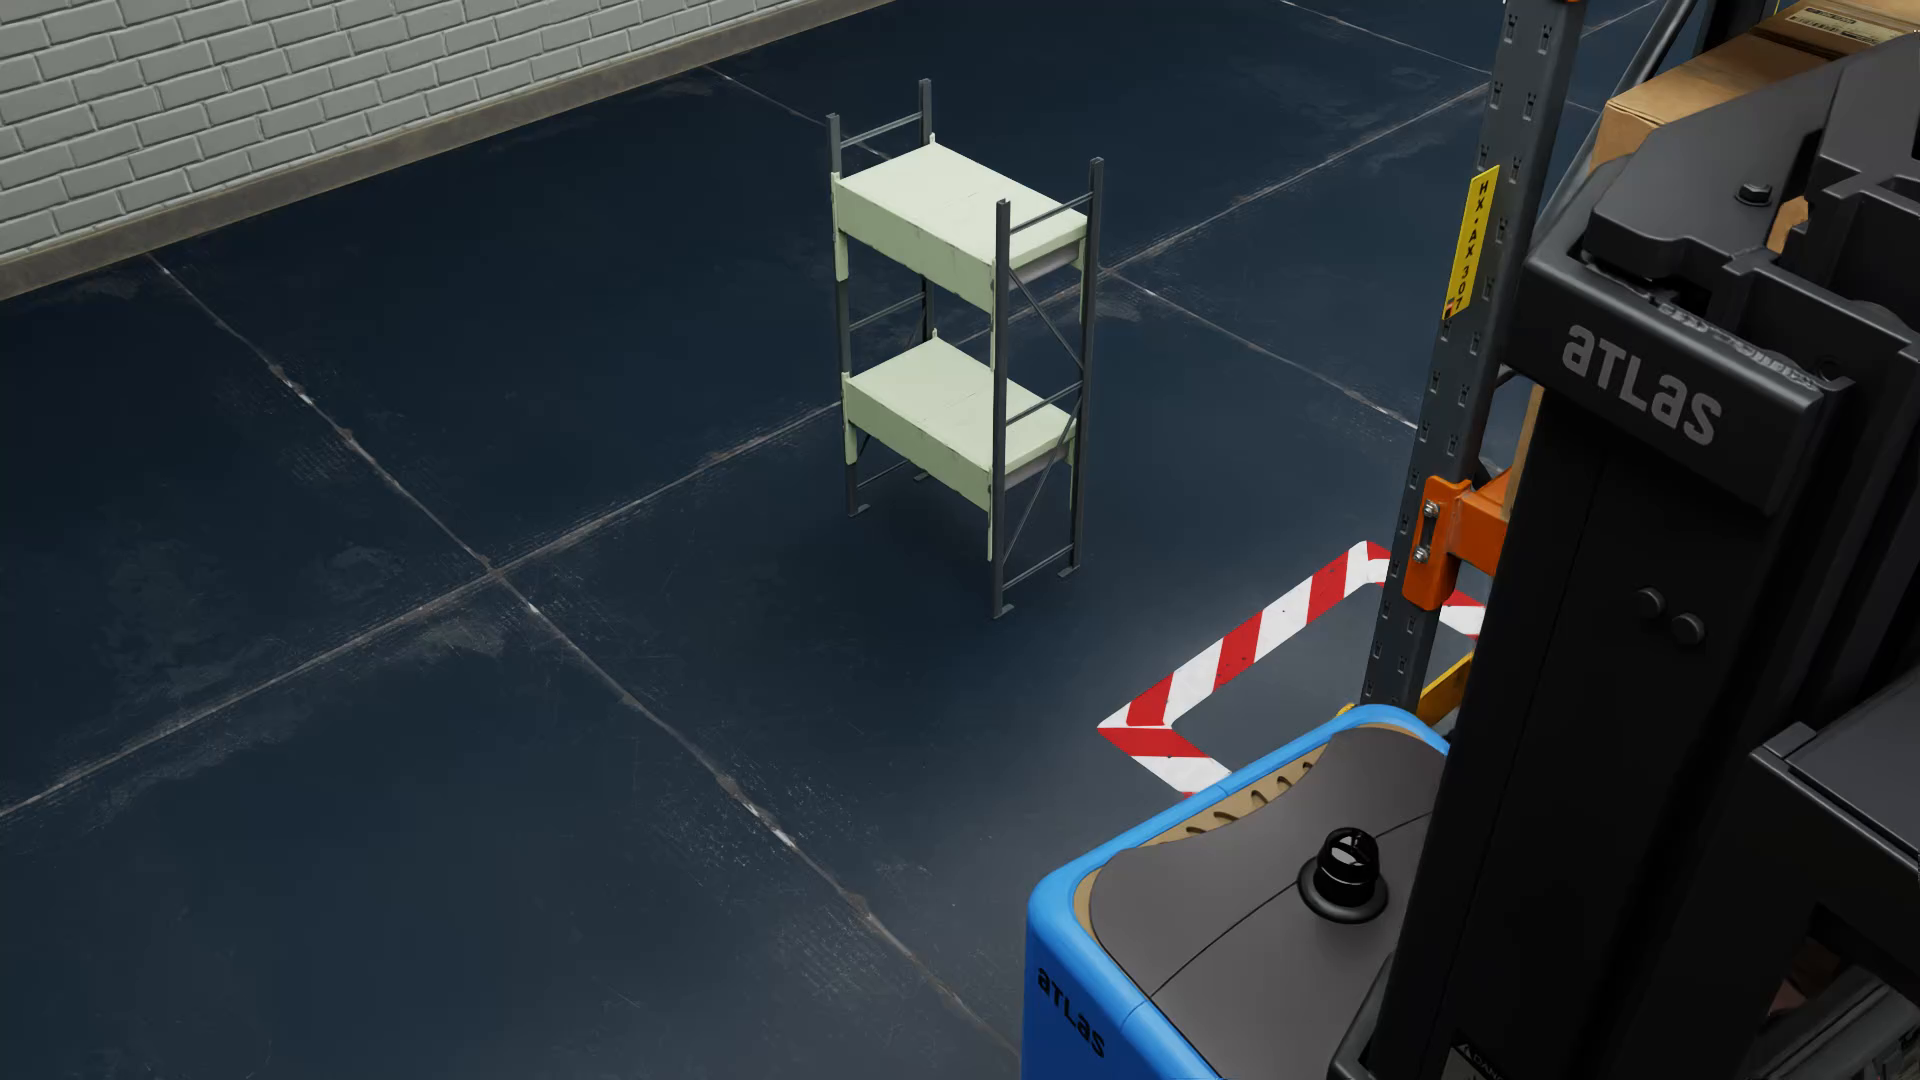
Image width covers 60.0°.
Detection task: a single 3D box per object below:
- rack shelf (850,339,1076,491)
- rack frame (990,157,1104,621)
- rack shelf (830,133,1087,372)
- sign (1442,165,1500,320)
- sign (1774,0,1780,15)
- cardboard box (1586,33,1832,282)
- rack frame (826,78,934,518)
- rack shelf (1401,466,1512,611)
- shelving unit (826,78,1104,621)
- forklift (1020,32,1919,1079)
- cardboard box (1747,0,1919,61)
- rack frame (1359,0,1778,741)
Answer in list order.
[{"bbox_3d":[0.005,-0.403,5.418,0.368,0.124,0.686,-30,48,-32],"label":"rack shelf"},{"bbox_3d":[0.252,-0.411,5.065,0.400,1.500,0.023,-30,48,-32],"label":"rack frame"},{"bbox_3d":[0.005,-0.884,5.030,0.431,0.370,0.720,-30,48,-32],"label":"rack shelf"},{"bbox_3d":[1.054,-0.610,3.429,0.100,0.325,0.005,-30,48,-32],"label":"sign"},{"bbox_3d":[1.876,-1.304,3.804,0.100,0.325,0.005,-30,48,-32],"label":"sign"},{"bbox_3d":[1.559,-0.615,3.248,0.500,0.500,0.500,-28,47,-31],"label":"cardboard box"},{"bbox_3d":[-0.243,-0.750,5.485,0.400,1.500,0.023,-30,48,-32],"label":"rack frame"},{"bbox_3d":[2.806,0.701,3.067,1.077,0.370,4.000,-30,48,-32],"label":"rack shelf"},{"bbox_3d":[0.005,-0.580,5.275,0.431,1.500,0.755,-30,48,-32],"label":"shelving unit"},{"bbox_3d":[1.353,0.965,2.222,1.130,2.935,3.031,-23,44,-26],"label":"forklift"},{"bbox_3d":[1.957,-0.843,3.531,0.500,0.500,0.500,-30,48,-32],"label":"cardboard box"},{"bbox_3d":[1.453,-0.504,3.987,1.000,3.000,0.127,-30,48,-32],"label":"rack frame"}]
